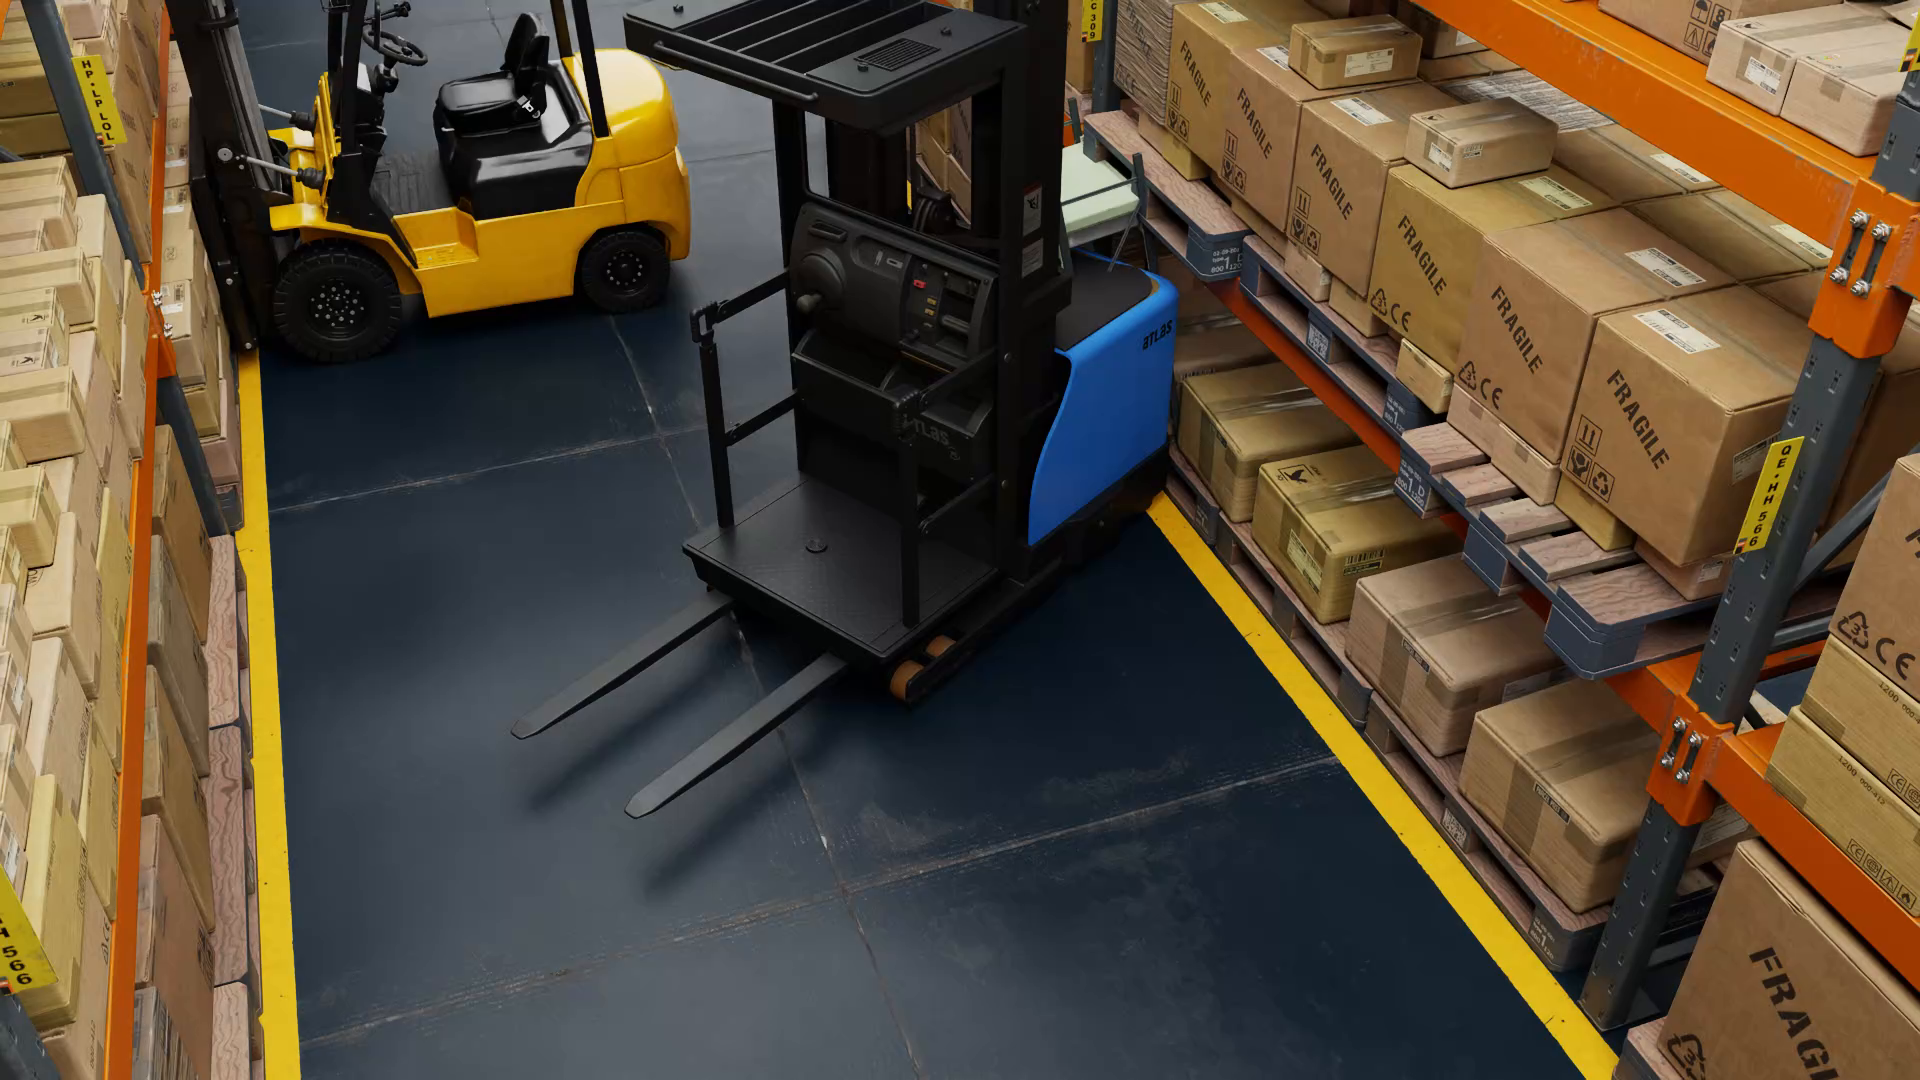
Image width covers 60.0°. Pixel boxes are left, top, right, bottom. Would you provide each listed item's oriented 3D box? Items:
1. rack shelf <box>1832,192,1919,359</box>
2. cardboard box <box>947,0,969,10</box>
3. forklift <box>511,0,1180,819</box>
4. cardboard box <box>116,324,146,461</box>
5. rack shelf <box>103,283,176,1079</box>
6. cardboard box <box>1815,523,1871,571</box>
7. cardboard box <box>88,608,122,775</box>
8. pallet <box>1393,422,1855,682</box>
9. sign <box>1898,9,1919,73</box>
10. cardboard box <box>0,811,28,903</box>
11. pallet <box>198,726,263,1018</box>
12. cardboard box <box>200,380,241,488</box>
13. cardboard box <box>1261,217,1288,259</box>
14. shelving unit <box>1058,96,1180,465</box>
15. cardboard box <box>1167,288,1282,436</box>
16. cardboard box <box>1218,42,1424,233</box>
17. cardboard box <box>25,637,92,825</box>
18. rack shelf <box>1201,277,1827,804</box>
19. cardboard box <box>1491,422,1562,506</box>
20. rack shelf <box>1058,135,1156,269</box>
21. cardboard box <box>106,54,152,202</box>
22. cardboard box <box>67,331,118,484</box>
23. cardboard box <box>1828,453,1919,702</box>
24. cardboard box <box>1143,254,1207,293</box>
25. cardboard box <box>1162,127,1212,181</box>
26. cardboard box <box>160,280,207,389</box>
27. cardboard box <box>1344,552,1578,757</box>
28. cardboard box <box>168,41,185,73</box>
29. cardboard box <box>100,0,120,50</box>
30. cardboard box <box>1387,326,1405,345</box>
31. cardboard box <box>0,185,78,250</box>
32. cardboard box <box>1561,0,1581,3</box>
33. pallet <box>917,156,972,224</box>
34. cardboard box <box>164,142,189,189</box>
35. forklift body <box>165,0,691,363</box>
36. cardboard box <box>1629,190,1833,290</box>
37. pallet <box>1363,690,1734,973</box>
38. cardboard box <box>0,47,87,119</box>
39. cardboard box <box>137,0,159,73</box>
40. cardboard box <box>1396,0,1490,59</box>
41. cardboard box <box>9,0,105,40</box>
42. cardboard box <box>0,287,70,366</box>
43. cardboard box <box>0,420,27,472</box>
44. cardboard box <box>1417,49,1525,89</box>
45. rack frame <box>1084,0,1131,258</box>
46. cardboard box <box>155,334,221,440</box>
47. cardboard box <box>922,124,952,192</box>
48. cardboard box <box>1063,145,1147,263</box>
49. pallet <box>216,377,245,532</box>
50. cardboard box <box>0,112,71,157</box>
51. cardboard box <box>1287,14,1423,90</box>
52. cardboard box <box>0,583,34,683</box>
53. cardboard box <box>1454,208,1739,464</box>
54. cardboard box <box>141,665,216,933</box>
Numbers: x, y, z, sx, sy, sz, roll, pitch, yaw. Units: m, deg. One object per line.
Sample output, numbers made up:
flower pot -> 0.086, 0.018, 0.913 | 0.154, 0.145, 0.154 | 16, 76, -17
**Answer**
rack shelf -> 3.140, 0.428, 2.293 | 1.077, 0.370, 4.000 | -12, 39, -16
cardboard box -> 0.143, -2.931, 8.856 | 0.380, 0.149, 0.250 | -12, 39, -16
forklift -> -0.397, -0.880, 5.983 | 1.130, 2.935, 3.031 | 26, 44, 30
cardboard box -> -2.987, -0.448, 5.476 | 0.500, 0.250, 0.500 | -13, 39, -16
rack shelf -> -2.896, 0.396, 4.829 | 1.077, 0.370, 4.000 | -12, 39, -16
cardboard box -> 2.514, -0.080, 4.723 | 0.380, 0.149, 0.250 | -15, 39, -19
cardboard box -> -2.483, 0.423, 4.320 | 0.500, 0.250, 0.500 | -14, 39, -17
pallet -> 2.106, -0.095, 5.042 | 1.213, 0.211, 1.003 | -12, 39, -16
sign -> 1.941, -1.084, 3.274 | 0.100, 0.325, 0.005 | -12, 39, -16
cardboard box -> -2.041, 0.699, 3.207 | 0.380, 0.149, 0.250 | -11, 38, -15
pallet -> -2.870, 1.191, 5.493 | 1.003, 0.211, 1.213 | -12, 39, -16
cardboard box -> -3.440, -0.432, 7.267 | 0.500, 0.250, 0.500 | -12, 39, -15
cardboard box -> 1.348, -1.159, 6.156 | 0.380, 0.149, 0.250 | -12, 39, -16
shelving unit -> 0.577, -1.085, 7.369 | 0.431, 1.500, 0.755 | -20, 36, -8
cardboard box -> 1.258, -0.873, 7.751 | 0.950, 0.372, 0.625 | -12, 39, -15
cardboard box -> 1.297, -1.488, 6.053 | 0.500, 0.500, 0.500 | -13, 39, -16
cardboard box -> -2.302, 0.515, 3.783 | 0.500, 0.250, 0.500 | -11, 38, -15
rack shelf -> 1.763, -0.633, 6.196 | 1.077, 0.370, 4.000 | -12, 39, -16
cardboard box -> 1.829, -0.264, 4.968 | 0.380, 0.149, 0.250 | -13, 39, -16
rack shelf -> 0.499, -1.391, 7.141 | 0.431, 0.370, 0.720 | -20, 36, -8
cardboard box -> -3.686, -1.656, 6.873 | 0.500, 0.500, 0.500 | -12, 39, -15
cardboard box -> -2.821, -0.357, 4.940 | 0.500, 0.250, 0.500 | -12, 39, -15
cardboard box -> 2.392, 0.099, 3.711 | 0.500, 0.500, 0.500 | -14, 39, -17
cardboard box -> 1.126, -1.509, 8.697 | 0.500, 0.250, 0.500 | -14, 39, -18
cardboard box -> 1.046, -1.597, 6.737 | 0.380, 0.149, 0.250 | -12, 39, -15
cardboard box -> -3.456, -0.828, 6.961 | 0.500, 0.250, 0.500 | -13, 39, -17
cardboard box -> 2.005, 0.354, 6.121 | 0.950, 0.372, 0.625 | -13, 39, -17
cardboard box -> -4.509, -2.554, 9.252 | 0.500, 0.250, 0.500 | -11, 38, -14
cardboard box -> -3.757, -2.145, 6.982 | 0.380, 0.149, 0.250 | -13, 39, -16
cardboard box -> 1.674, -0.729, 5.584 | 0.380, 0.149, 0.250 | -12, 39, -16
cardboard box -> -3.152, -1.031, 5.503 | 0.380, 0.149, 0.250 | -13, 39, -17
cardboard box -> 1.900, -1.886, 4.682 | 0.797, 0.503, 0.637 | -12, 39, -16
pallet -> 0.387, -1.999, 9.729 | 1.003, 0.211, 1.213 | -12, 39, -16
cardboard box -> -3.978, -1.696, 8.113 | 0.500, 0.250, 0.500 | -13, 39, -17
forklift body -> -2.595, -2.248, 8.447 | 2.313, 2.155, 1.214 | -12, 39, -16
cardboard box -> 2.328, -0.713, 5.023 | 0.500, 0.500, 0.500 | -11, 38, -14
pallet -> 2.184, 0.881, 5.905 | 1.003, 0.211, 1.213 | -12, 39, -16
cardboard box -> -3.415, -1.680, 6.118 | 0.380, 0.149, 0.250 | -12, 39, -15
cardboard box -> -4.198, -2.512, 8.009 | 0.500, 0.500, 0.500 | -13, 39, -17
cardboard box -> 1.812, -1.886, 6.042 | 0.380, 0.149, 0.250 | -14, 39, -18
cardboard box -> -3.678, -2.118, 6.699 | 0.380, 0.149, 0.250 | -12, 39, -15
cardboard box -> -2.871, -0.600, 4.931 | 0.380, 0.149, 0.250 | -13, 39, -17
cardboard box -> -2.675, -0.155, 4.341 | 0.380, 0.149, 0.250 | -12, 39, -16
cardboard box -> 1.793, -1.591, 6.190 | 0.500, 0.500, 0.500 | -11, 38, -14
rack frame -> 1.075, -2.051, 7.479 | 1.000, 3.000, 0.127 | -12, 39, -16
cardboard box -> -3.461, -0.627, 7.110 | 0.500, 0.250, 0.500 | -13, 39, -16
cardboard box -> 0.085, -2.271, 9.708 | 0.500, 0.250, 0.500 | -10, 38, -13
cardboard box -> 0.620, -1.698, 8.325 | 0.500, 0.500, 0.500 | -13, 39, -17
pallet -> -3.818, -0.365, 7.559 | 1.003, 0.211, 1.213 | -12, 39, -16
cardboard box -> -3.447, -1.554, 6.198 | 0.380, 0.149, 0.250 | -13, 39, -17
cardboard box -> 1.375, -1.705, 5.802 | 0.380, 0.149, 0.250 | -10, 38, -13
cardboard box -> -2.348, 0.263, 3.785 | 0.380, 0.149, 0.250 | -12, 39, -15
cardboard box -> 1.846, -0.606, 4.883 | 0.500, 0.500, 0.500 | -13, 39, -17
cardboard box -> -2.874, 0.917, 5.165 | 0.875, 0.625, 0.625 | -14, 39, -18
